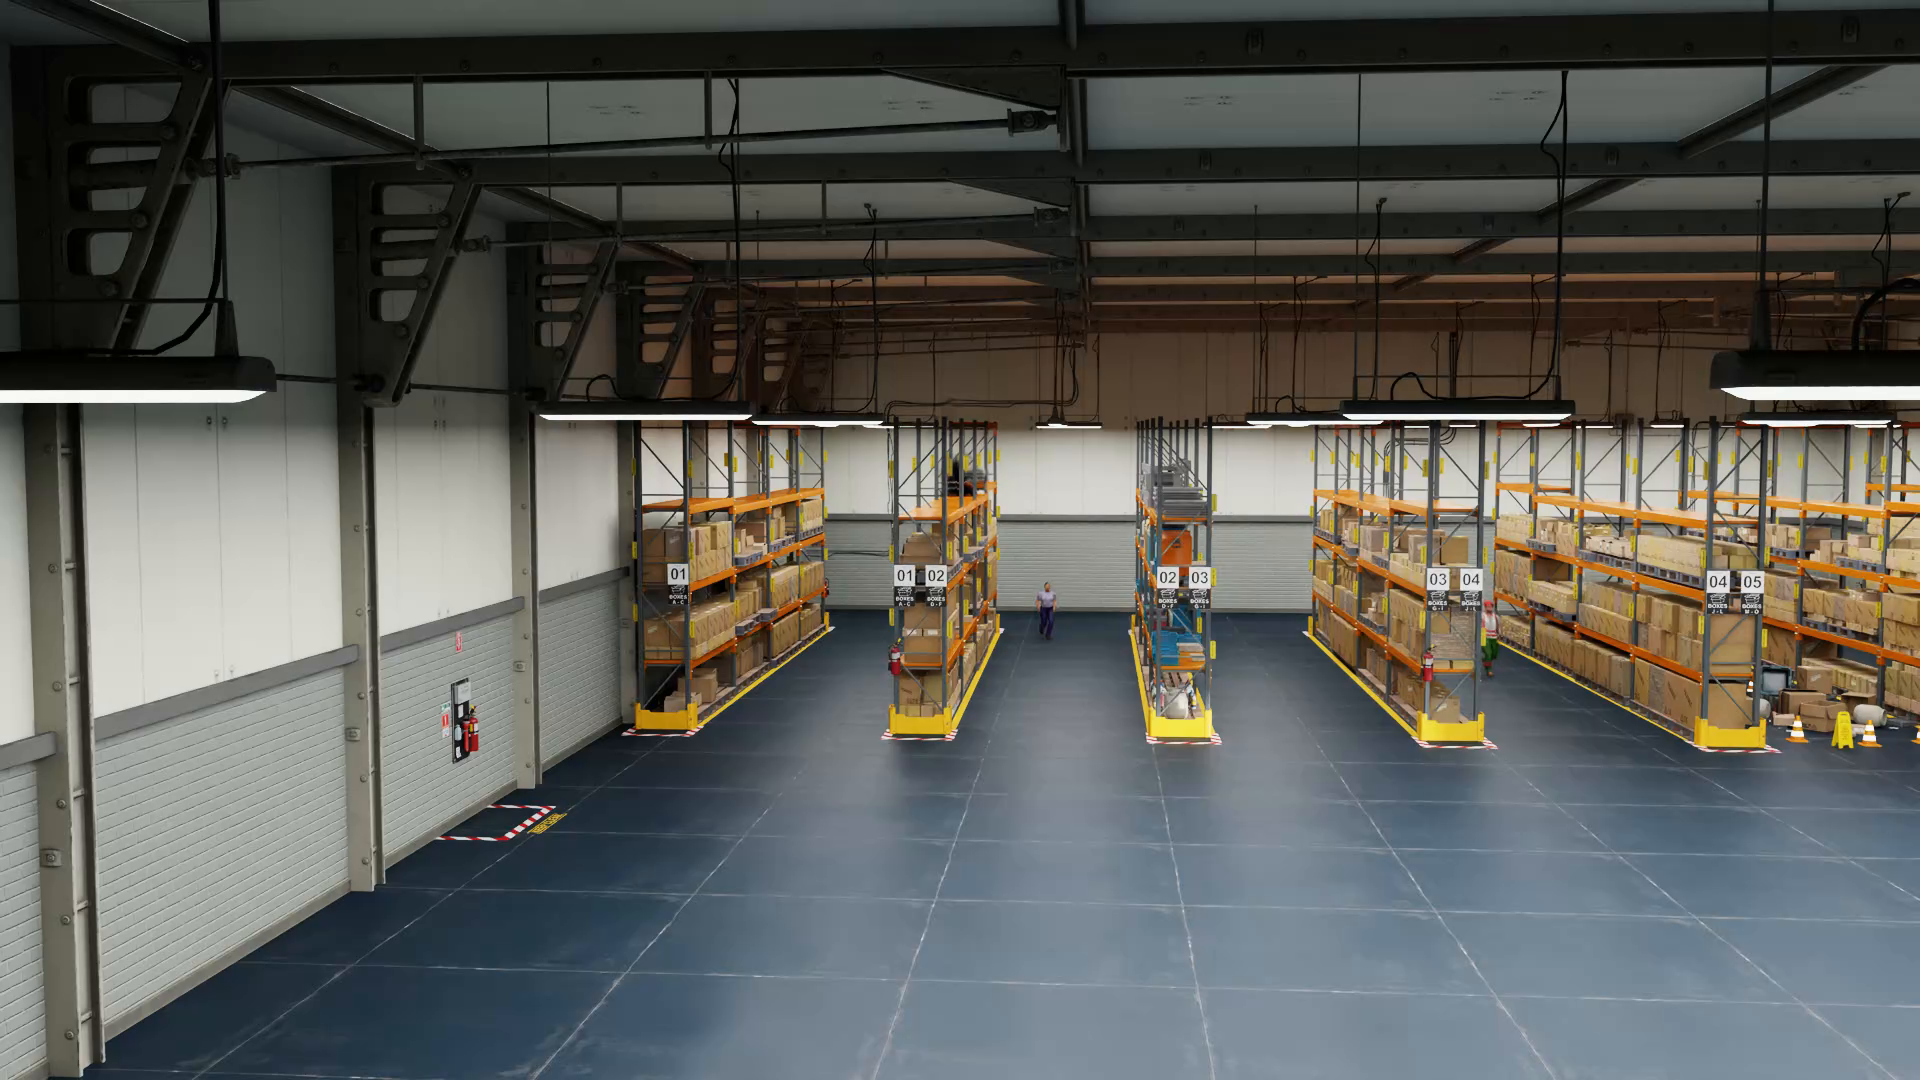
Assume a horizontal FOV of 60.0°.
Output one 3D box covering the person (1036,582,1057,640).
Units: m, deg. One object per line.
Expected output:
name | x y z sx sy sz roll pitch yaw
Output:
person | 2.387 1.956 45.757 0.599 1.606 0.581 -1 4 -8

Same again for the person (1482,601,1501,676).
person | 12.381 2.304 39.009 0.663 1.748 0.780 0 4 -4

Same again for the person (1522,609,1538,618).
person | 16.274 1.765 47.360 0.706 1.806 0.673 1 4 8

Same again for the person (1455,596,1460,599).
person | 13.507 1.887 45.874 0.602 1.611 0.962 3 5 37
